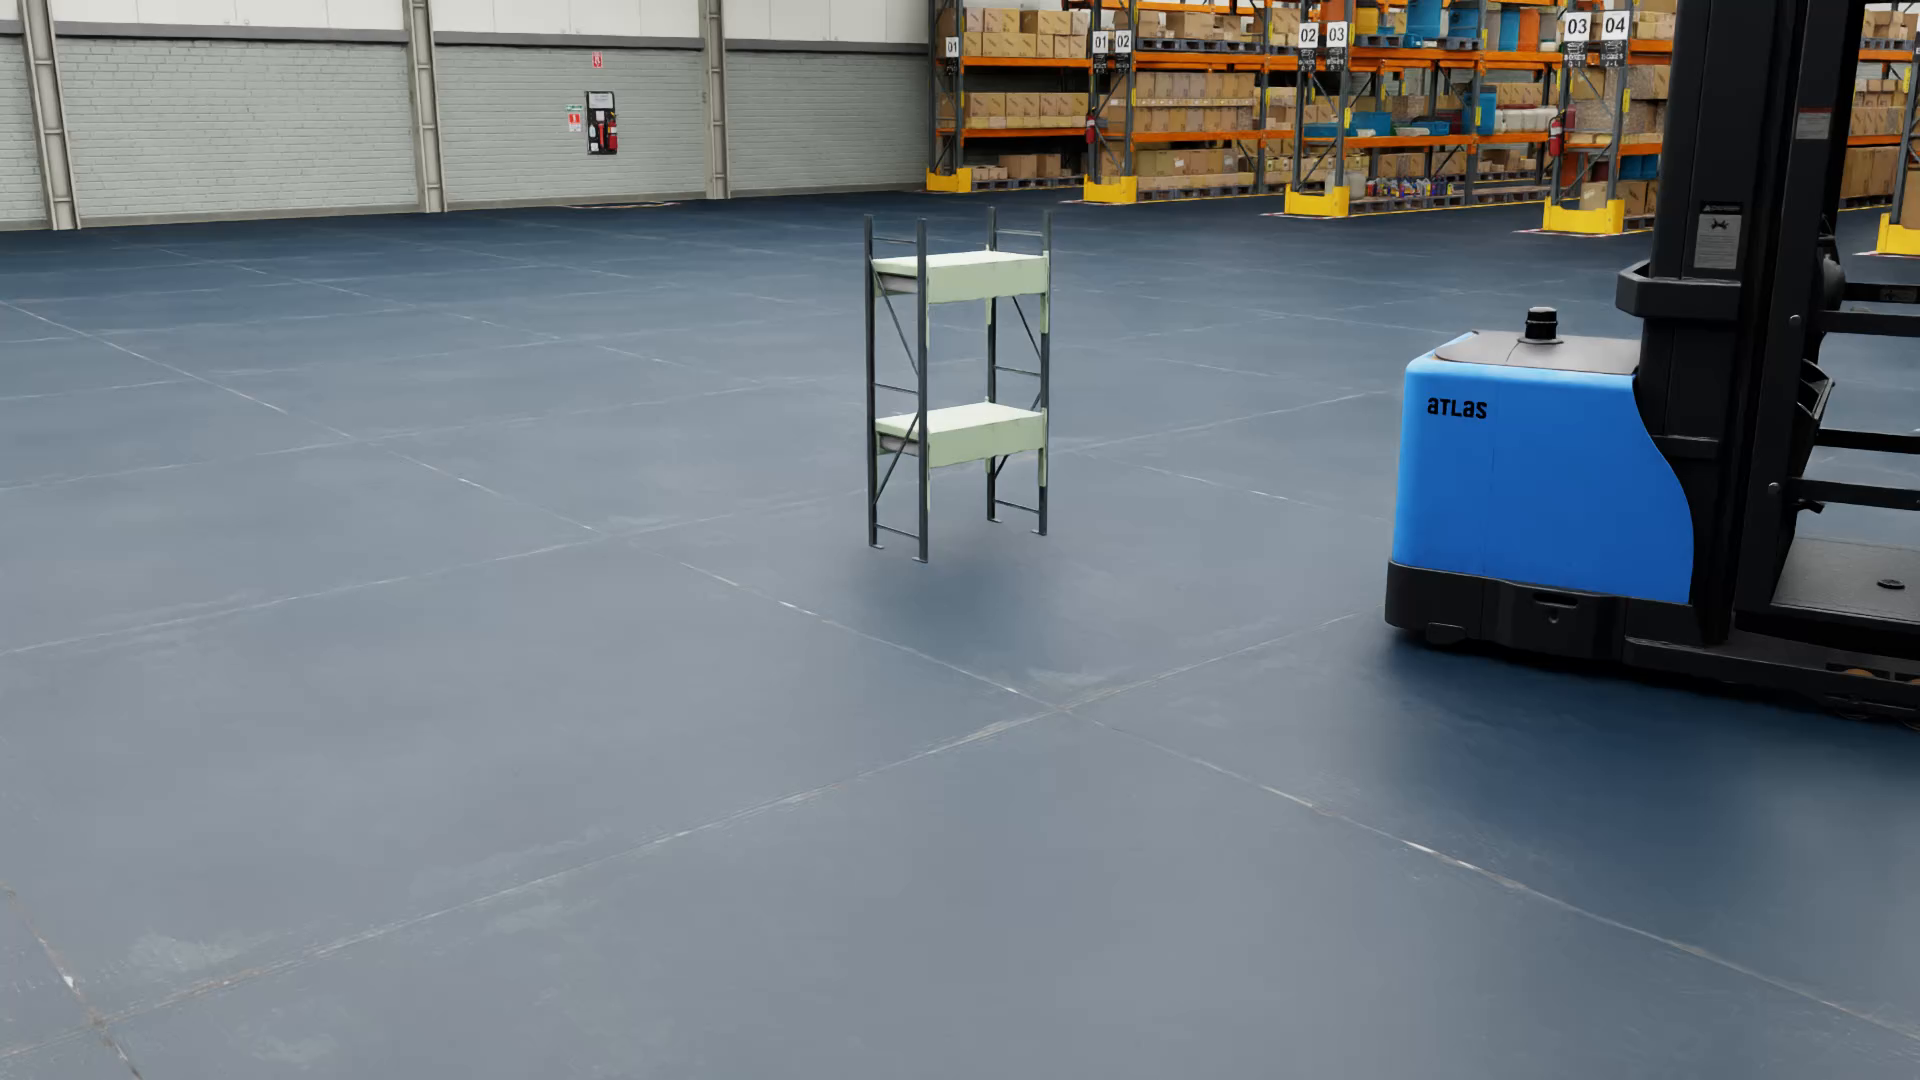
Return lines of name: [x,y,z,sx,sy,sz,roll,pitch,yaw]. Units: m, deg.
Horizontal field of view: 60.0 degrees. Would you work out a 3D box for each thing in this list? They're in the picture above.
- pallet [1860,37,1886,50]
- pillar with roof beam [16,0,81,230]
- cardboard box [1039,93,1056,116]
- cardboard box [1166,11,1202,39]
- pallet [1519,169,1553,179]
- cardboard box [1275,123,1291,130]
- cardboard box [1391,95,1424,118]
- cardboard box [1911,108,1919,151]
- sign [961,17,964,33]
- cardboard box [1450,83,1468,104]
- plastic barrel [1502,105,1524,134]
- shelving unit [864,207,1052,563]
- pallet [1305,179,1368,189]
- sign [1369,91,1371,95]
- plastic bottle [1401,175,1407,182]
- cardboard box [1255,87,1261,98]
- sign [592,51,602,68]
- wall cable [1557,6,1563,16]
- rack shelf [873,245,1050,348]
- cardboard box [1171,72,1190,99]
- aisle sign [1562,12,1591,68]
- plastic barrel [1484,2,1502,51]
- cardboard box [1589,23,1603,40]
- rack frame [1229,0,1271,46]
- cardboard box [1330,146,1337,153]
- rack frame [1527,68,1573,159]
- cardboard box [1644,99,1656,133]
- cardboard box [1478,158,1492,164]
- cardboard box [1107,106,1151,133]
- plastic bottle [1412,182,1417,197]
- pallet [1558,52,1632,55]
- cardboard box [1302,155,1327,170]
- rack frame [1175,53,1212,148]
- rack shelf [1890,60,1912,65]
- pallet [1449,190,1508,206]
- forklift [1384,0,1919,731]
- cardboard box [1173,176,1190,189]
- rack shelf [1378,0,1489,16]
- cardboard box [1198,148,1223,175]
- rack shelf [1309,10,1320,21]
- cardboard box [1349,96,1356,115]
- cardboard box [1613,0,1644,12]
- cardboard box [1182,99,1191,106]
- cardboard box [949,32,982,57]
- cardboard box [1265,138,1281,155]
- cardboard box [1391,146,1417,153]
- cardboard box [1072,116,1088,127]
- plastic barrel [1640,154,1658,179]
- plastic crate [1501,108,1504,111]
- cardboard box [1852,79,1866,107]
pallet: [15.934,-8.991,30.150,1.003,0.211,1.213,-12,19,-37]
pillar with roof beam: [-11.099,-8.349,21.569,0.400,9.000,9.100,-13,19,-39]
cardboard box: [1.798,-9.719,37.122,0.500,0.500,0.500,-13,20,-41]
cardboard box: [4.381,-10.083,32.596,0.500,0.500,0.500,-13,19,-39]
pallet: [14.360,-9.302,42.167,1.213,0.211,1.003,-13,19,-39]
cardboard box: [6.769,-8.754,35.196,0.250,0.149,0.380,-13,19,-39]
cardboard box: [10.200,-9.940,38.143,0.500,0.500,0.700,-9,17,-29]
cardboard box: [12.878,-5.320,21.562,0.550,0.550,0.875,-13,19,-39]
sign: [0.050,-10.817,34.927,0.005,0.325,0.100,-13,19,-39]
cardboard box: [12.212,-10.788,40.192,0.500,0.500,0.500,-13,19,-39]
plastic barrel: [10.634,-8.109,32.033,0.433,0.535,0.433,0,15,0]
shelving unit: [-0.005,-0.723,7.552,0.755,1.500,0.431,-13,19,-39]
pallet: [8.337,-7.963,37.154,1.213,0.211,1.003,-13,19,-39]
sign: [11.404,-12.327,46.256,0.005,0.325,0.100,-13,19,-39]
plastic bottle: [8.333,-6.677,31.214,0.185,0.351,0.144,-12,19,-38]
cardboard box: [7.401,-11.261,41.835,0.500,0.250,0.500,-13,20,-40]
sign: [-6.833,-9.048,31.320,0.199,0.298,0.001,-13,19,-39]
wall cable: [18.041,-15.962,46.299,0.112,2.526,3.097,-13,19,-39]
rack shelf: [-0.005,-1.100,7.451,0.720,0.370,0.431,-13,19,-39]
cardboard box: [4.122,-9.024,33.012,0.500,0.500,0.700,-13,19,-39]
aisle sign: [9.205,-7.462,24.836,0.004,0.787,0.394,-13,19,-39]
plastic barrel: [9.949,-9.731,31.582,0.600,0.901,0.600,0,15,0]
cardboard box: [9.645,-7.666,25.115,0.500,0.250,0.500,-12,19,-38]
rack frame: [5.966,-11.663,33.977,0.127,3.000,1.000,-13,19,-39]
cardboard box: [9.759,-10.270,44.417,0.500,0.500,0.700,-13,20,-40]
rack frame: [15.018,-10.798,42.361,0.127,3.000,1.000,-13,19,-39]
cardboard box: [10.180,-6.546,25.674,0.500,0.500,0.875,-13,19,-39]
cardboard box: [12.810,-9.312,41.159,0.500,0.311,0.500,-13,19,-39]
cardboard box: [3.309,-8.212,32.488,0.500,0.500,0.700,-13,19,-39]
plastic bottle: [8.256,-6.373,30.229,0.097,0.271,0.097,0,15,0]
pallet: [12.873,-9.946,33.726,1.213,0.211,1.003,-13,19,-39]
cardboard box: [7.600,-8.192,36.036,0.500,0.311,0.500,-12,19,-38]
rack frame: [5.729,-10.406,40.896,0.127,3.000,1.000,-13,19,-39]
rack shelf: [20.010,-9.631,33.576,4.000,0.370,1.077,-13,19,-39]
pallet: [9.782,-6.593,32.025,1.213,0.211,1.003,-13,19,-39]
forklift: [3.150,-0.950,5.628,3.031,2.935,1.130,8,17,29]
cardboard box: [4.251,-7.179,33.329,0.500,0.250,0.500,-13,19,-39]
rack shelf: [10.492,-12.139,37.926,4.000,0.370,1.077,-13,19,-39]
cardboard box: [5.000,-7.713,33.873,0.500,0.500,0.500,-13,19,-39]
rack shelf: [10.255,-13.780,44.071,4.000,0.370,1.077,-13,19,-39]
cardboard box: [10.263,-11.565,44.654,0.700,0.700,0.980,-14,20,-42]
cardboard box: [10.452,-8.353,25.656,0.500,0.500,0.500,-13,19,-39]
cardboard box: [4.356,-8.692,33.028,0.250,0.149,0.380,-13,20,-40]
cardboard box: [0.110,-10.566,35.449,0.500,0.500,0.500,-12,19,-38]
cardboard box: [7.673,-9.962,42.583,0.750,0.750,0.750,-12,19,-38]
cardboard box: [10.344,-9.198,38.912,0.500,0.250,0.500,-13,20,-40]
cardboard box: [2.553,-9.527,37.854,0.500,0.250,0.500,-13,19,-39]
plastic barrel: [14.828,-8.255,36.096,0.708,0.901,0.600,-13,19,-39]
plastic crate: [10.812,-8.294,32.865,0.583,0.464,0.402,-13,19,-39]
cardboard box: [16.046,-8.167,30.375,0.637,0.503,0.797,-12,19,-38]
